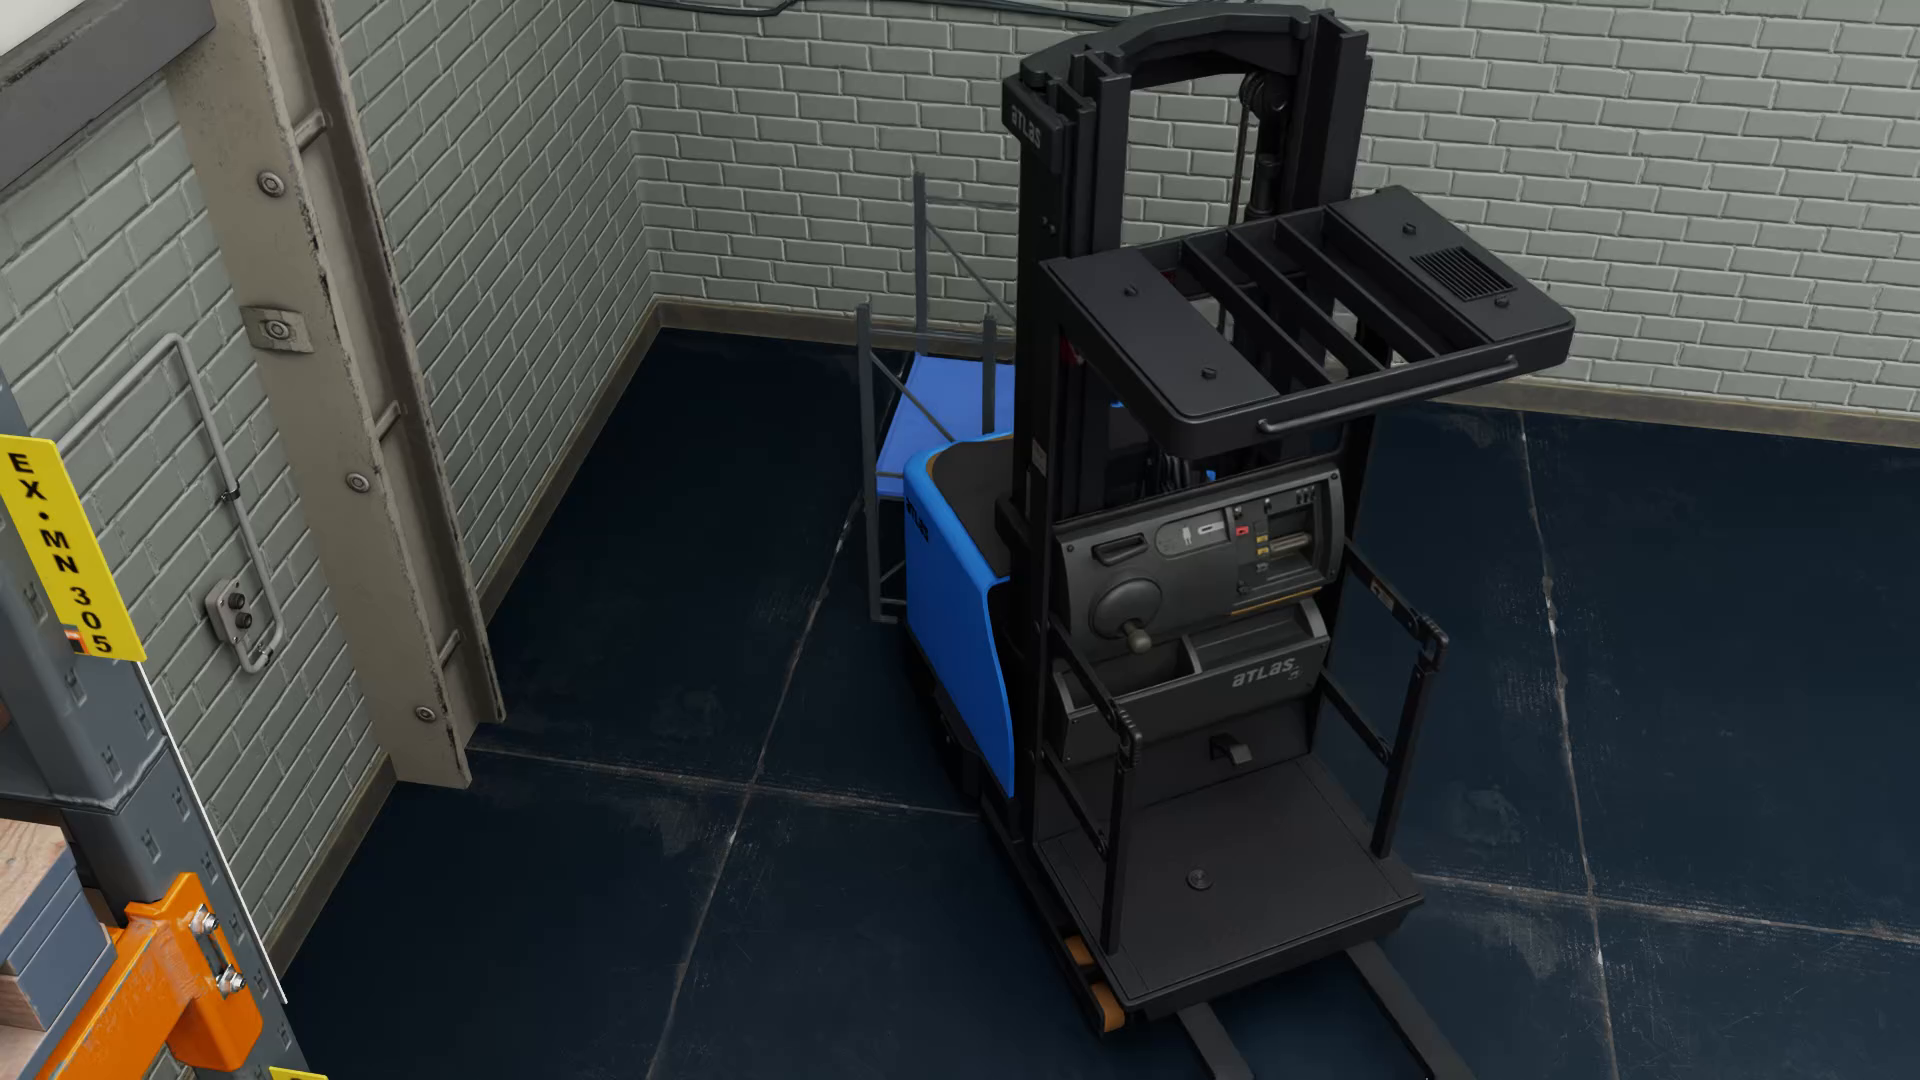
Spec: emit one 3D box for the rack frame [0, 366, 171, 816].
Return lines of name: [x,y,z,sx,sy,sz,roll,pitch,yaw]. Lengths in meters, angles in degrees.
rack frame: [-1.554,-0.900,1.276,1.000,3.000,0.127,6,40,8]

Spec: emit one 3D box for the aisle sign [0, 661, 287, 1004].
aisle sign: [-1.246,0.398,2.374,0.394,0.787,0.004,6,40,8]

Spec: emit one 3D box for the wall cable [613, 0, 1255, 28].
wall cable: [-0.223,-3.213,6.511,3.097,2.526,0.112,6,40,8]

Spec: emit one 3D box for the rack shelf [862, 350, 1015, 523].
rack shelf: [-0.029,-0.410,6.851,0.538,0.185,1.000,7,40,8]

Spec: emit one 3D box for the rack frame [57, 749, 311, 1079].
rack frame: [-1.554,1.412,3.188,1.000,3.000,0.127,6,40,8]

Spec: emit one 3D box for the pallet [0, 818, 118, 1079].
pallet: [-1.672,0.757,1.696,1.003,0.211,1.213,6,40,8]

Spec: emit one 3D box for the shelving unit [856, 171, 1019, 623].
shelving unit: [-0.029,-0.548,6.736,0.538,1.500,1.048,7,40,8]

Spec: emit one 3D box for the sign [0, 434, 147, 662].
sign: [-1.022,0.014,1.892,0.100,0.325,0.005,6,40,8]

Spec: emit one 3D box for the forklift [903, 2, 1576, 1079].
forklift: [0.814,0.136,4.785,1.130,2.935,3.031,-15,42,-17]

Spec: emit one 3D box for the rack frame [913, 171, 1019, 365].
rack frame: [0.062,-0.867,7.122,0.500,1.500,0.032,7,40,8]

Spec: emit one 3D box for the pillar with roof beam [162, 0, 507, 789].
pillar with roof beam: [2.301,-2.215,2.867,9.100,9.000,0.400,6,40,8]

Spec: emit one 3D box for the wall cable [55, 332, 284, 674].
wall cable: [-2.264,0.113,3.962,0.084,1.984,1.851,6,40,8]

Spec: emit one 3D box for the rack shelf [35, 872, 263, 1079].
rack shelf: [-1.900,1.789,0.943,1.077,0.370,4.000,6,40,8]

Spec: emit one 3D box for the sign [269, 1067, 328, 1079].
sign: [-1.022,0.943,2.660,0.100,0.325,0.005,6,40,8]

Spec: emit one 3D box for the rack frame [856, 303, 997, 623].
rack frame: [-0.120,-0.230,6.351,0.500,1.500,0.032,7,40,8]
